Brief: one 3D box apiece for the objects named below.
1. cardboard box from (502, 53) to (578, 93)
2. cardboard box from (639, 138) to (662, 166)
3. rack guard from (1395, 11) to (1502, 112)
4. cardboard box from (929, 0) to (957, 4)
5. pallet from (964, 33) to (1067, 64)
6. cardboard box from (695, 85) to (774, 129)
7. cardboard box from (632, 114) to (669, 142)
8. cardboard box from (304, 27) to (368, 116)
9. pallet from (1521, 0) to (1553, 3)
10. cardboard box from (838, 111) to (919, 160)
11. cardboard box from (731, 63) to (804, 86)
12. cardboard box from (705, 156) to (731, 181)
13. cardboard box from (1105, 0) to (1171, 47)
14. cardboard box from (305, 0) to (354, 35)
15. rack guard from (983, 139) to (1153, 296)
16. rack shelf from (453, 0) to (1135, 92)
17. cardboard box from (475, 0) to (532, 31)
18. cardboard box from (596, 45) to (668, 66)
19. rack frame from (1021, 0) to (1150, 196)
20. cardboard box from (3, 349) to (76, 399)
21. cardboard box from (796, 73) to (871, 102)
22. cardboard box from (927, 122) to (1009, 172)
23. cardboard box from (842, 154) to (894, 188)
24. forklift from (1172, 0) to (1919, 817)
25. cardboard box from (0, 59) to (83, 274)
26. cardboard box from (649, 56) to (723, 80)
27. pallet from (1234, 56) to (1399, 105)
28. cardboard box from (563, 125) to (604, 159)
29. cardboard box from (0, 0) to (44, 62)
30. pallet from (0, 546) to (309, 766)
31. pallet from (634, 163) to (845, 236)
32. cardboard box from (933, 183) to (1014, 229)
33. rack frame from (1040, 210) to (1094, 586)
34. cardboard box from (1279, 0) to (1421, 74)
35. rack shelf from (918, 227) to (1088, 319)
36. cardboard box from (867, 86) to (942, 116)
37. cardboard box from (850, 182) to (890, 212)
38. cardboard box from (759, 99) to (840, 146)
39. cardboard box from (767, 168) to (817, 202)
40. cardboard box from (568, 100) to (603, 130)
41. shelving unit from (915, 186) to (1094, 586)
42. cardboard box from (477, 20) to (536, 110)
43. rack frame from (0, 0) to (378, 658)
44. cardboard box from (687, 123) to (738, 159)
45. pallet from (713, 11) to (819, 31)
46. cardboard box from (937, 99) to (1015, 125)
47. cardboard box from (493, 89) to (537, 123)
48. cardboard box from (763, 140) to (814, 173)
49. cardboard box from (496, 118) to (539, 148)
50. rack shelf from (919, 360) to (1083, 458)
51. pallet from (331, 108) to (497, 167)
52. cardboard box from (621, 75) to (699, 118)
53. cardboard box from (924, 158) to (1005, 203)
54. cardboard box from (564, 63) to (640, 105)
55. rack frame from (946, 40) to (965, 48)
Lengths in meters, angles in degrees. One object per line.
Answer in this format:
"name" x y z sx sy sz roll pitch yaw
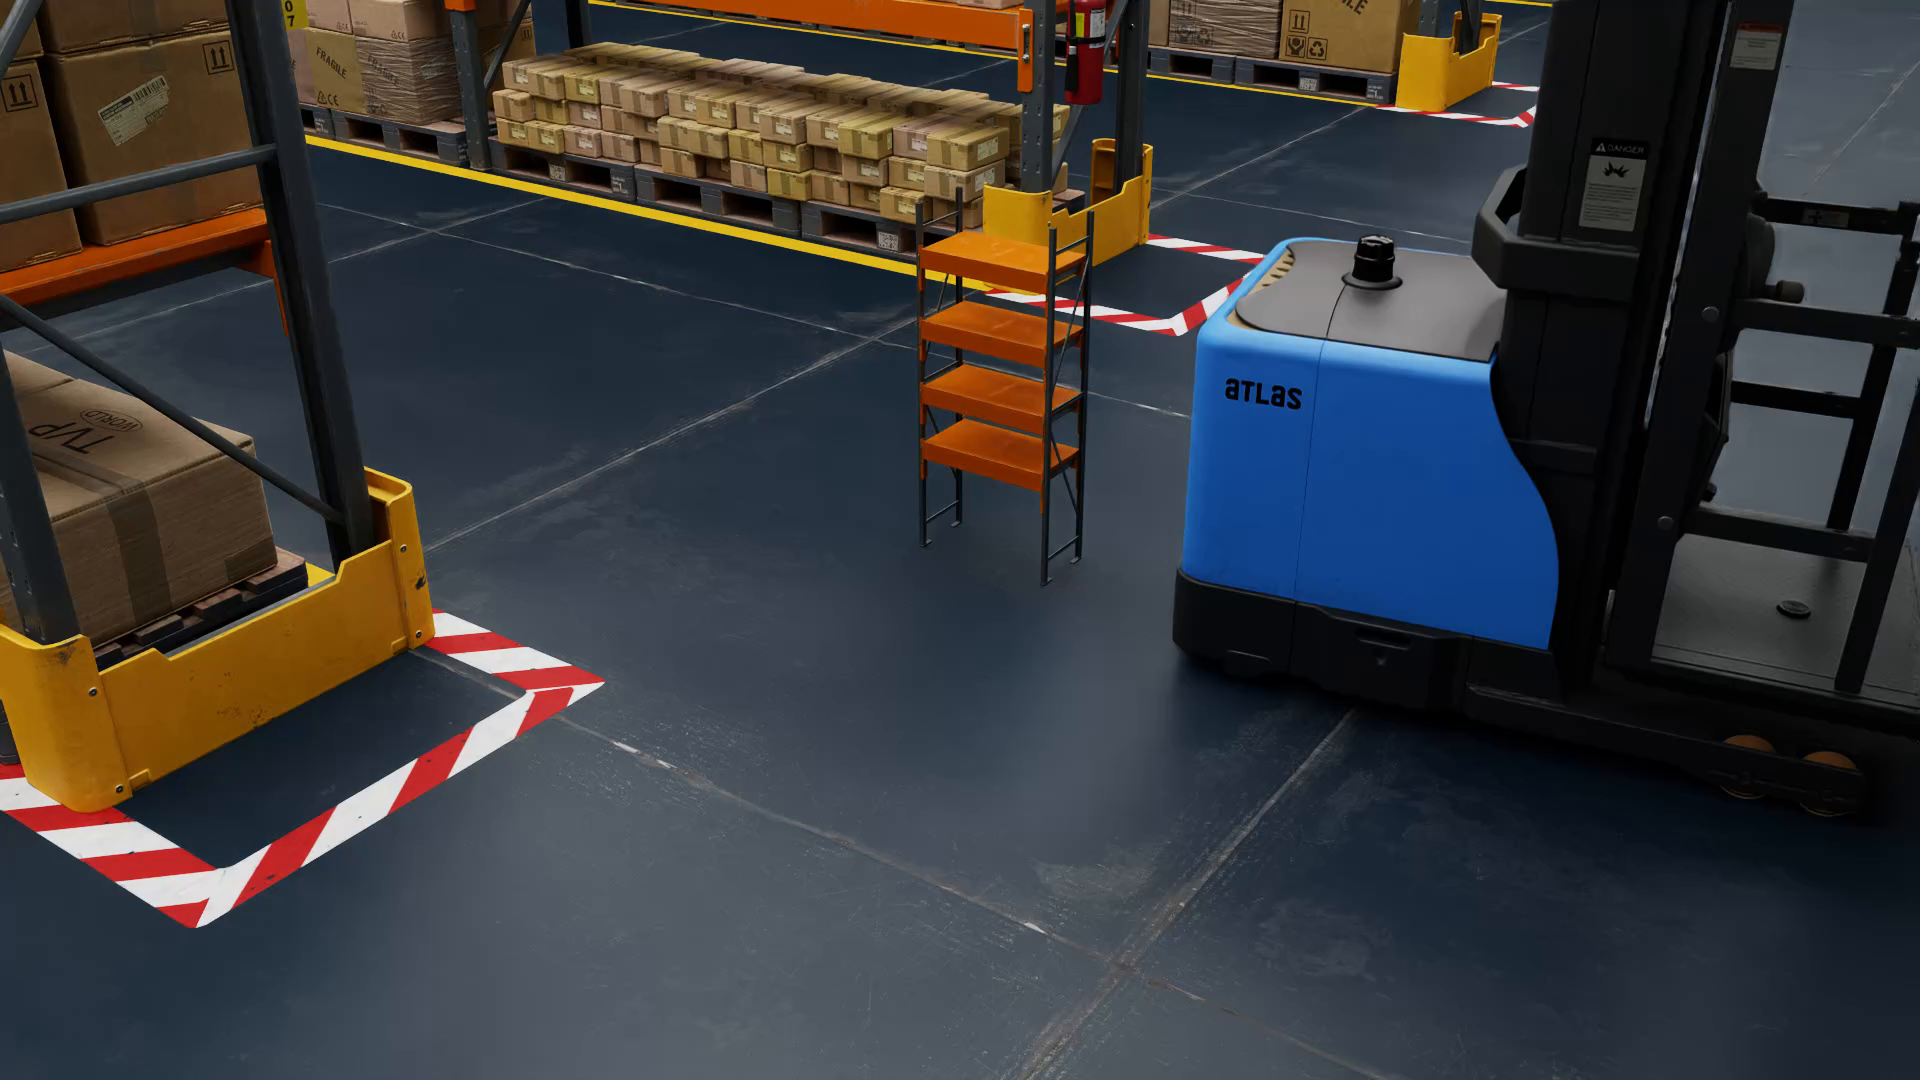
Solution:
"cardboard box" -2.509 -2.798 9.966 0.250 0.149 0.380 19 32 32
"cardboard box" -1.624 -2.270 9.584 0.250 0.149 0.380 16 31 28
"rack guard" 3.533 -3.464 12.005 0.348 0.500 1.175 17 32 30
"cardboard box" 0.009 -2.699 8.024 0.250 0.149 0.380 17 32 30
"pallet" 0.799 -4.144 13.660 1.213 0.211 1.003 17 32 30
"cardboard box" -1.235 -2.388 9.159 0.250 0.149 0.380 17 32 31
"cardboard box" -1.643 -2.389 9.489 0.250 0.149 0.380 19 33 33
"cardboard box" -3.851 -3.083 10.795 0.500 0.500 0.500 16 31 29
"pallet" 5.660 -5.419 16.166 1.213 0.211 1.003 17 32 30
"cardboard box" -0.418 -2.083 8.561 0.250 0.149 0.380 17 31 29
"cardboard box" -1.118 -2.663 9.699 0.250 0.149 0.380 16 31 29
"cardboard box" -1.205 -2.129 9.306 0.250 0.149 0.380 18 32 32
"cardboard box" 1.457 -4.421 13.009 0.875 0.875 0.875 17 32 30
"cardboard box" -3.848 -3.424 10.636 0.500 0.250 0.500 19 33 33
"rack guard" 0.559 -1.661 8.462 0.348 0.500 1.175 17 32 30
"rack shelf" -1.027 -2.948 9.030 4.000 0.370 1.077 17 32 30
"cardboard box" -3.135 -3.478 10.744 0.500 0.250 0.500 16 31 28
"cardboard box" -2.002 -2.920 10.204 0.250 0.149 0.380 18 32 31
"rack frame" 0.622 -2.755 7.857 0.127 3.000 1.000 17 32 30
"cardboard box" -3.457 -0.288 5.371 0.875 0.438 0.875 18 32 32
"cardboard box" -0.714 -2.529 9.437 0.250 0.149 0.380 18 32 31
"cardboard box" 0.042 -1.978 8.355 0.250 0.149 0.380 18 32 31
"cardboard box" -0.404 -1.966 8.659 0.250 0.149 0.380 16 31 28
"forklift" 2.203 -0.860 4.208 3.031 2.935 1.130 11 29 21
"cardboard box" -2.645 -0.948 4.196 0.500 0.500 0.500 18 32 31
"cardboard box" -1.623 -2.762 9.895 0.250 0.149 0.380 18 32 32
"pallet" 2.810 -3.517 12.428 1.213 0.211 1.003 17 32 30
"cardboard box" -2.103 -2.373 9.786 0.250 0.149 0.380 17 32 30
"cardboard box" -2.630 -1.404 3.989 0.500 0.500 0.500 18 32 32
"pallet" -2.801 0.188 5.148 1.213 0.211 1.003 17 32 30
"pallet" -1.092 -2.068 9.580 1.213 0.211 1.003 17 32 30
"cardboard box" 0.070 -1.729 8.521 0.250 0.149 0.380 18 32 31
"rack frame" 0.338 -0.430 5.271 0.015 1.200 0.240 17 32 30
"cardboard box" 2.941 -3.958 12.101 0.875 0.875 0.875 17 32 30
"rack shelf" 0.136 -0.842 5.216 0.480 0.148 0.258 17 32 30
"cardboard box" -0.299 -2.370 9.124 0.250 0.149 0.380 16 31 28
"cardboard box" -0.368 -1.857 8.773 0.250 0.149 0.380 17 32 30
"cardboard box" -0.848 -2.222 8.833 0.250 0.149 0.380 19 32 32
"cardboard box" -0.825 -1.958 8.971 0.250 0.149 0.380 16 31 28
"cardboard box" -2.077 -2.539 9.783 0.250 0.149 0.380 17 32 30
"shelving unit" 0.136 -0.492 5.394 0.503 1.200 0.258 17 32 30
"cardboard box" -3.134 -3.145 10.915 0.500 0.500 0.500 19 32 32
"rack frame" -2.097 -0.879 4.170 0.127 3.000 1.000 17 32 30
"cardboard box" -1.282 -2.227 9.172 0.250 0.149 0.380 18 32 31
"pallet" -1.472 -4.851 15.050 1.213 0.211 1.003 17 32 30
"cardboard box" 0.087 -2.225 8.838 0.250 0.149 0.380 18 32 31
"cardboard box" -2.558 -2.619 9.941 0.250 0.149 0.380 19 33 33
"cardboard box" -0.838 -2.094 8.910 0.250 0.149 0.380 18 32 31
"cardboard box" -2.557 -2.486 10.007 0.250 0.149 0.380 16 31 28
"rack shelf" 0.136 -0.432 5.425 0.480 0.148 0.258 17 32 30
"pallet" -3.318 -2.739 10.900 1.213 0.211 1.003 17 32 30
"cardboard box" -1.687 -2.505 9.389 0.250 0.149 0.380 18 32 31
"cardboard box" 0.025 -1.833 8.398 0.250 0.149 0.380 16 31 29
"cardboard box" -2.079 -2.659 9.692 0.250 0.149 0.380 17 31 30
"rack frame" 0.216 -5.611 13.468 0.127 3.000 1.000 17 32 30
